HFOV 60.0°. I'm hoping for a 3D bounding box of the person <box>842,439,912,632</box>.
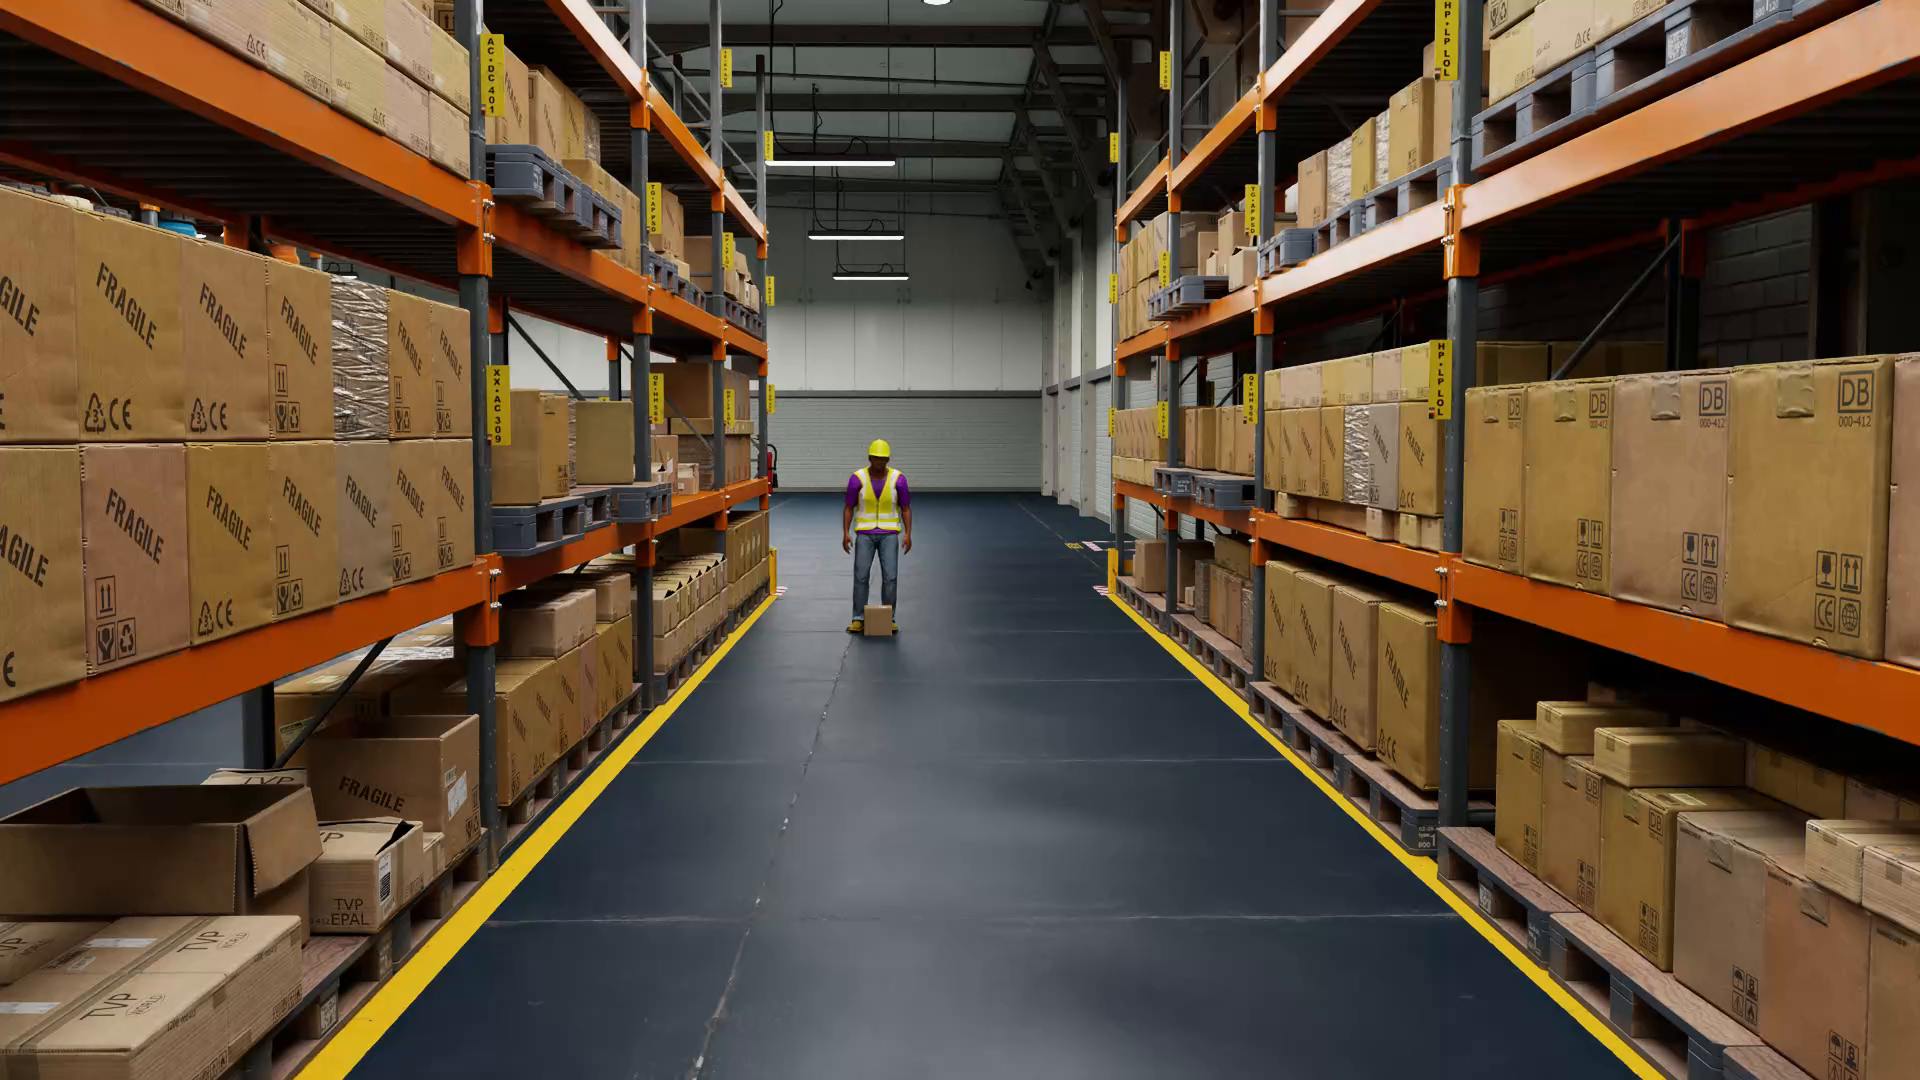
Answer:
[{"bbox_3d":[-0.758,-0.039,15.209,0.635,1.760,0.463,0,4,-2],"label":"person"}]
